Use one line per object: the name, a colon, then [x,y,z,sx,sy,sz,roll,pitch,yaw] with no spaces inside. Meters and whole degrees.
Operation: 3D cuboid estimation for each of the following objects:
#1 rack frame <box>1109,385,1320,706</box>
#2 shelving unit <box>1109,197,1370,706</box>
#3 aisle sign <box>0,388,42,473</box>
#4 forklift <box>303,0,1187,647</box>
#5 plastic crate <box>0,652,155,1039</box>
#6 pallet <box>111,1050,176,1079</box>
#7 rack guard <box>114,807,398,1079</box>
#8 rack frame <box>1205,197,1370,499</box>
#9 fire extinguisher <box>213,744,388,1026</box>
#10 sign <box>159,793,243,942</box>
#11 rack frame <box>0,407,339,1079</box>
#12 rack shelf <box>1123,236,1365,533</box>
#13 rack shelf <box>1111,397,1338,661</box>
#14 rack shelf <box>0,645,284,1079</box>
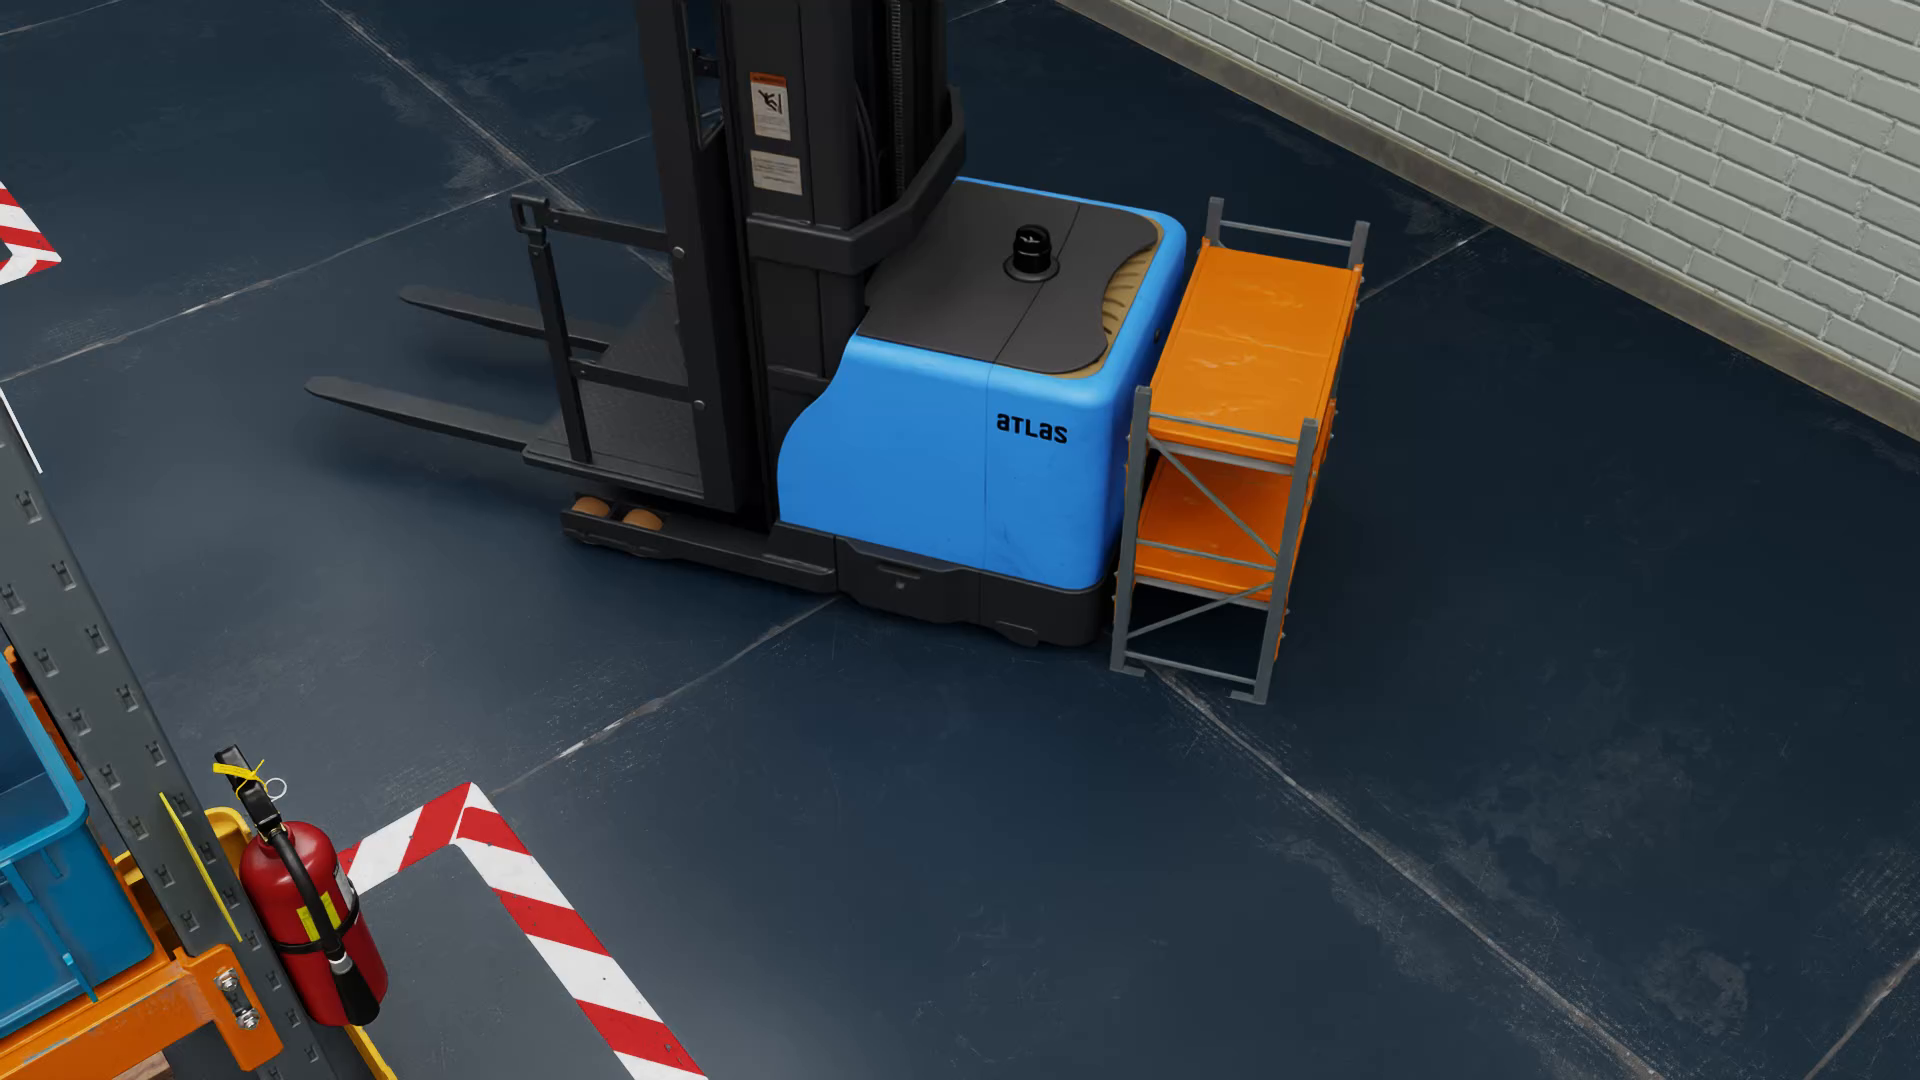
rack frame: [0.720,0.047,4.878,0.500,1.125,0.032,12,45,13]
shelving unit: [0.874,-0.284,5.231,0.538,1.125,1.048,12,45,13]
aisle sign: [-1.417,-0.485,2.176,0.004,0.787,0.394,-30,51,-28]
forklift: [-0.839,-1.335,5.031,3.031,2.935,1.130,13,45,14]
plastic crate: [-1.797,0.551,2.903,0.499,0.435,0.616,-30,51,-28]
pallet: [-2.318,1.699,3.787,1.213,0.211,1.003,-30,51,-28]
rack guard: [-1.650,1.234,4.071,0.348,0.500,1.175,-30,51,-28]
rack frame: [1.028,-0.616,5.584,0.500,1.125,0.032,12,45,13]
fire extinguisher: [-1.253,0.677,3.167,0.183,0.674,0.296,-30,51,-28]
sign: [-1.295,0.563,2.841,0.005,0.325,0.100,-30,51,-28]
rack frame: [-1.660,0.340,3.197,0.127,3.000,1.000,-30,51,-28]
rack shelf: [0.874,-0.498,5.031,0.538,0.278,1.000,12,45,13]
rack shelf: [0.874,-0.106,5.399,0.538,0.278,1.000,12,45,13]
rack shelf: [-3.194,1.481,2.507,4.000,0.370,1.077,-30,51,-28]
